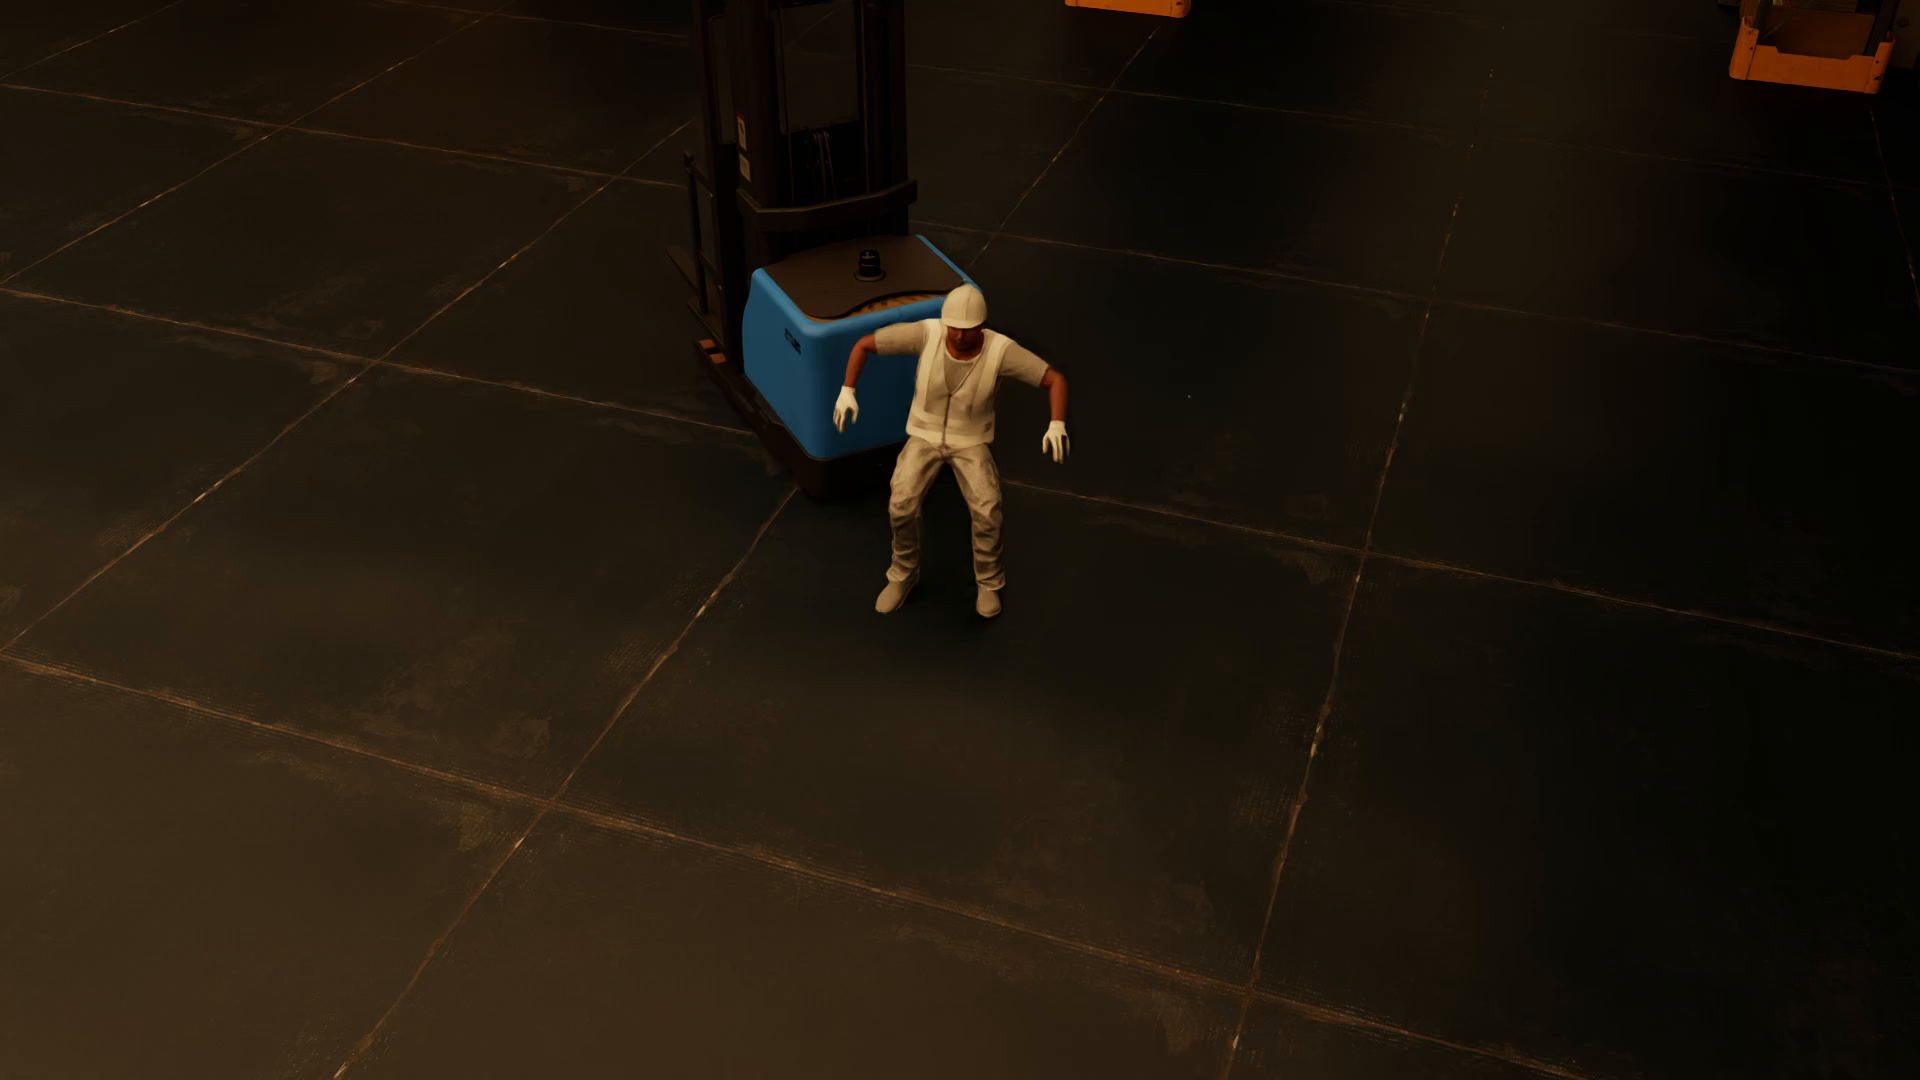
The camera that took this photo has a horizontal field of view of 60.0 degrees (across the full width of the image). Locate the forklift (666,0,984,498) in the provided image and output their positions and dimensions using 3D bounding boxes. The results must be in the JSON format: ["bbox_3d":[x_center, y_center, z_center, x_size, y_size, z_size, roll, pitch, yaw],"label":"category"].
[{"bbox_3d":[-0.968,-2.256,9.292,1.130,2.935,3.031,-16,38,-21],"label":"forklift"}]

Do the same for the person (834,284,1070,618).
[{"bbox_3d":[-0.030,-0.433,7.927,1.146,1.615,0.682,5,36,8],"label":"person"}]
